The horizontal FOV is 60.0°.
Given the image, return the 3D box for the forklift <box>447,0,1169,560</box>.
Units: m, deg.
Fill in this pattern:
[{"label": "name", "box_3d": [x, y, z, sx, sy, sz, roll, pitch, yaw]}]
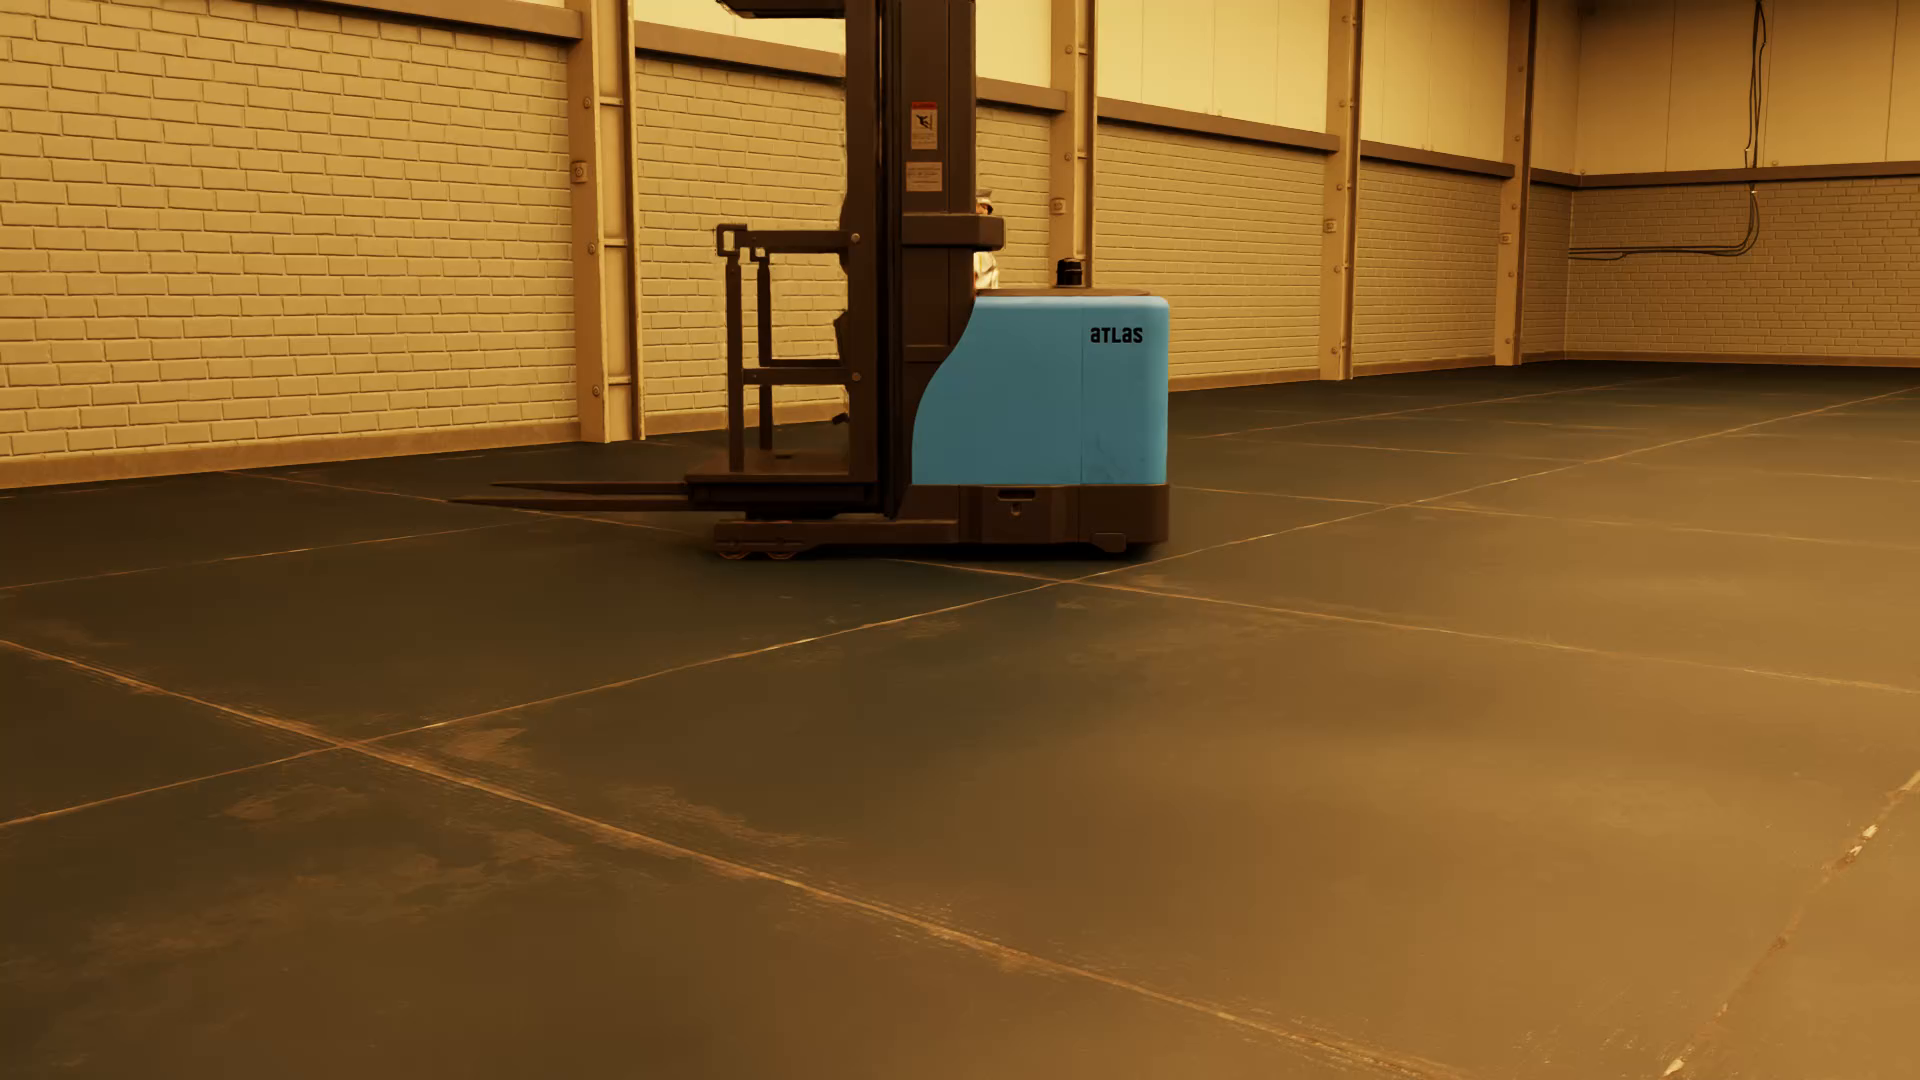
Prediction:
[{"label": "forklift", "box_3d": [-0.646, -1.444, 7.148, 3.031, 2.935, 1.130, 0, 8, 0]}]
